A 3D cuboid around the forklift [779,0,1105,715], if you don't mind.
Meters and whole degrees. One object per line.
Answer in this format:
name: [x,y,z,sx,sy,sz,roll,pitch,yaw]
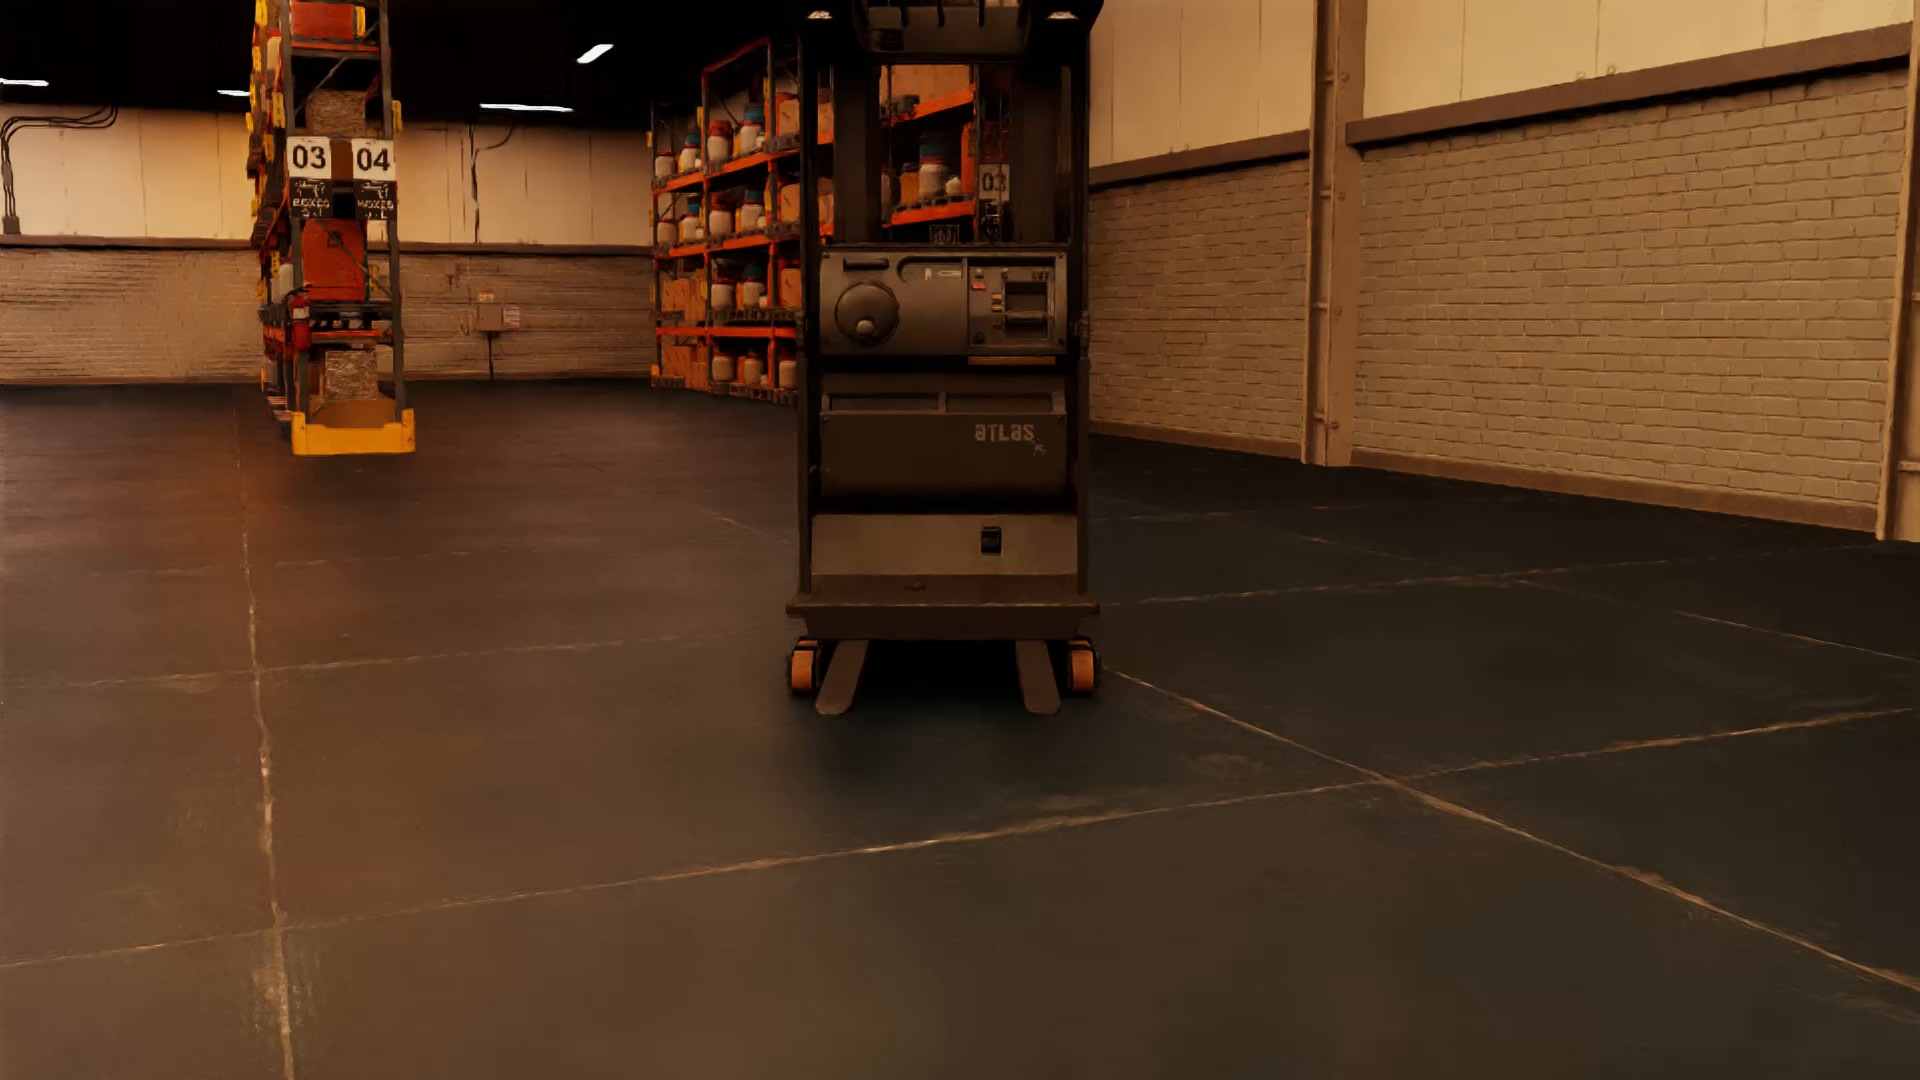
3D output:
forklift: [-0.060,-0.939,6.060,1.130,2.935,3.031,0,8,0]
